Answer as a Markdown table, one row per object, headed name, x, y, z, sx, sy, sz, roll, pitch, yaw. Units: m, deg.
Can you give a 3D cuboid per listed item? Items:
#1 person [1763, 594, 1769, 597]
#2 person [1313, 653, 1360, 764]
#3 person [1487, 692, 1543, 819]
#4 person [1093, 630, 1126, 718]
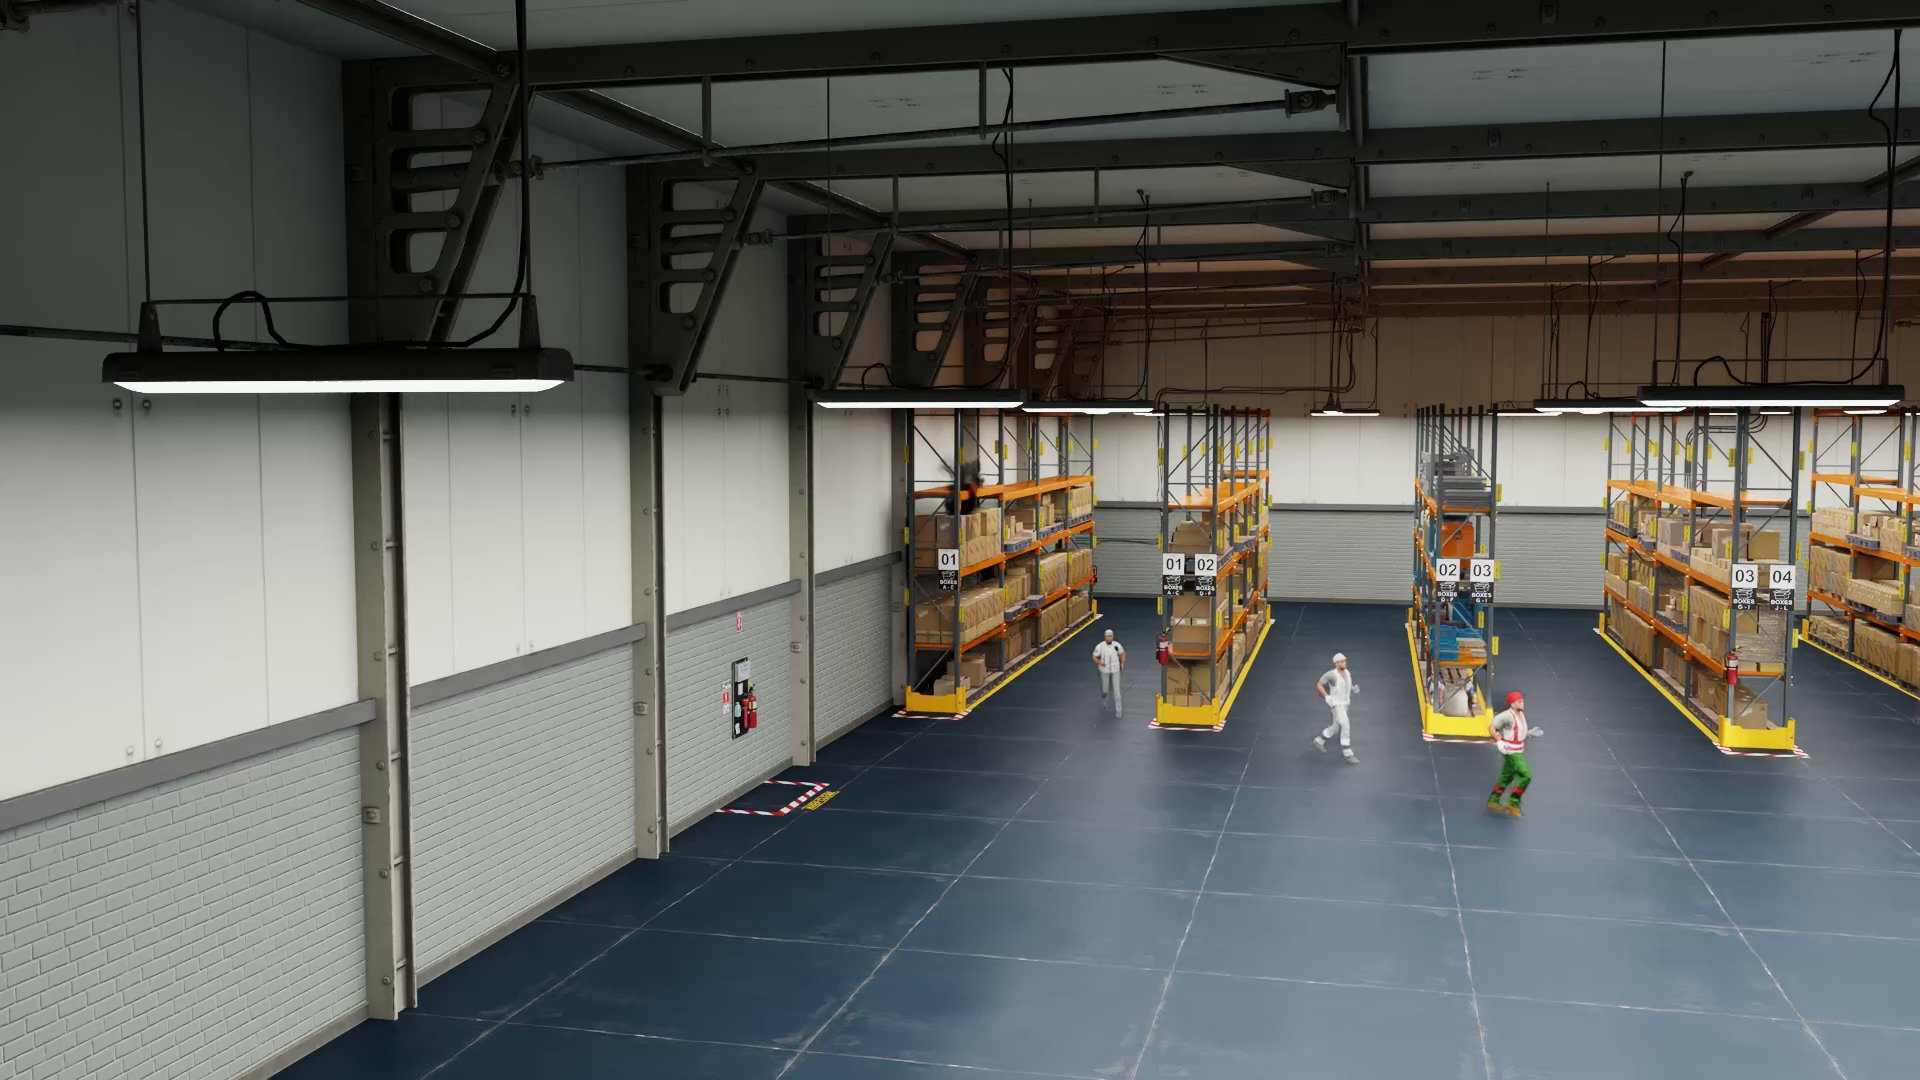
| name | x | y | z | sx | sy | sz | roll | pitch | yaw |
| --- | --- | --- | --- | --- | --- | --- | --- | --- | --- |
| person | 20.178 | 1.846 | 41.221 | 0.713 | 1.748 | 0.785 | 1 | 4 | 19 |
| person | 6.352 | 2.790 | 27.915 | 0.634 | 1.802 | 0.929 | -4 | 6 | -44 |
| person | 8.006 | 3.098 | 24.013 | 0.746 | 1.832 | 0.616 | 3 | 5 | 36 |
| person | 2.887 | 2.546 | 32.124 | 0.657 | 1.658 | 0.898 | 0 | 4 | -6 |
